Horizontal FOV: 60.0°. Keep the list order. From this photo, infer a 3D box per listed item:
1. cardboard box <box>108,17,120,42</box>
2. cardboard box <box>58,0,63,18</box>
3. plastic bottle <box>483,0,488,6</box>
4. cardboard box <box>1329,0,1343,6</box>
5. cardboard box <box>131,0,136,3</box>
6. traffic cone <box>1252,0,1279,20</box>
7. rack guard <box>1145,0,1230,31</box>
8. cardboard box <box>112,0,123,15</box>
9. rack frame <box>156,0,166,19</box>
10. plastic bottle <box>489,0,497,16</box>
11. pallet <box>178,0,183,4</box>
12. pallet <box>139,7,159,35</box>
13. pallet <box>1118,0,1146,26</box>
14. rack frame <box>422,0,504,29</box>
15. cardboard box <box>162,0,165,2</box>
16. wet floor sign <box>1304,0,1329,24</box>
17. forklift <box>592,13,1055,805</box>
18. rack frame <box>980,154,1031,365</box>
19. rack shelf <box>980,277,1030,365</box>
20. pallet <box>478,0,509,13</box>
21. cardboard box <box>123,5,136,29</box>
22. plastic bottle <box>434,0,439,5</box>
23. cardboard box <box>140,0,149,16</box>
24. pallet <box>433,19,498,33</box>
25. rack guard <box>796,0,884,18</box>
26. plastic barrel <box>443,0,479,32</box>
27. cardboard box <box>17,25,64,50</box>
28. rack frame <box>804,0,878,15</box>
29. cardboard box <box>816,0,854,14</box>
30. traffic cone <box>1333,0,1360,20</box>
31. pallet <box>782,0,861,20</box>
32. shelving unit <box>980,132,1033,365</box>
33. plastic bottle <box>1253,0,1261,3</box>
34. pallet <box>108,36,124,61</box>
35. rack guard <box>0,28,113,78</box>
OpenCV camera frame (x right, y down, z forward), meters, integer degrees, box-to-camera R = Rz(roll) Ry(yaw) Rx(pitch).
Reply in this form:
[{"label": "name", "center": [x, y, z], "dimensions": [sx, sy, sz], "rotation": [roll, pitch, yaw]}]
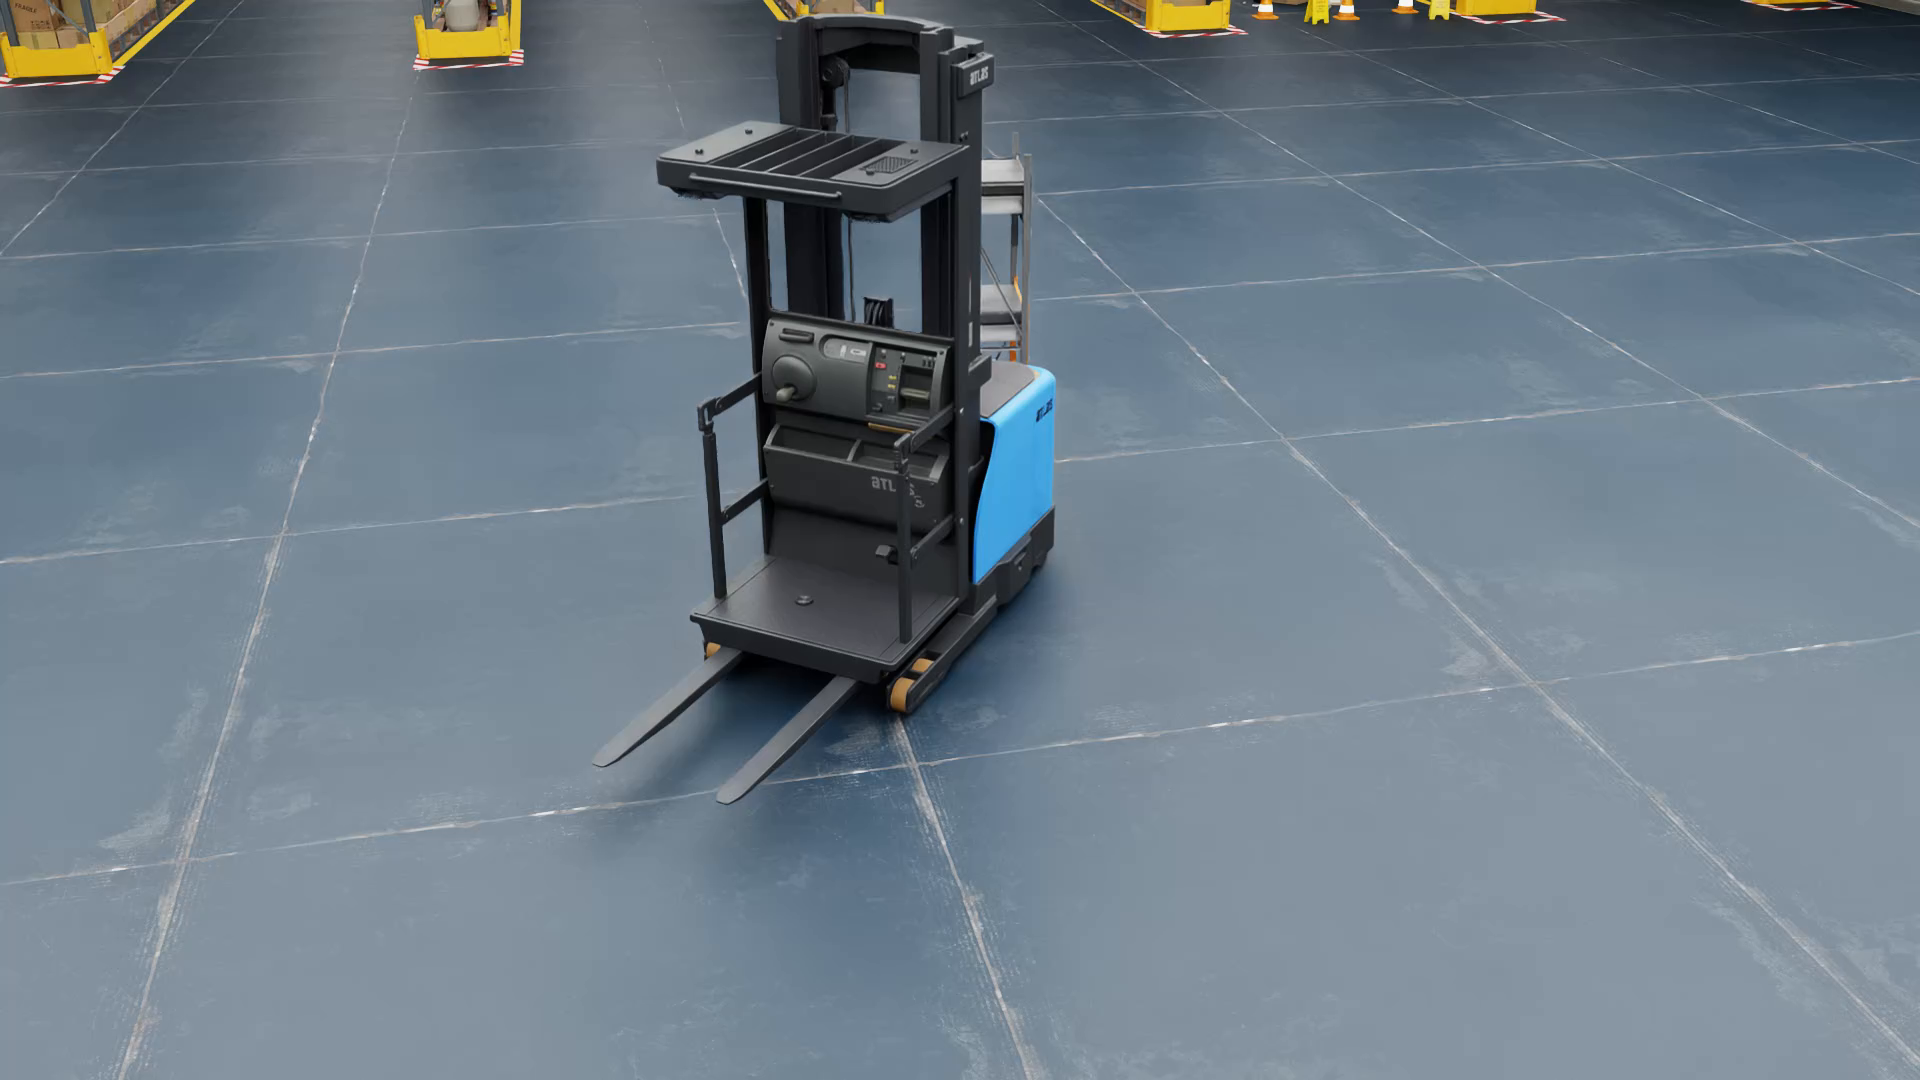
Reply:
[{"label": "cardboard box", "center": [-11.292, -6.639, 21.660], "dimensions": [0.500, 0.250, 0.500], "rotation": [-6, 27, -12]}, {"label": "cardboard box", "center": [-11.922, -7.140, 21.820], "dimensions": [0.500, 0.500, 0.500], "rotation": [-6, 27, -12]}, {"label": "plastic bottle", "center": [-6.875, -7.881, 24.061], "dimensions": [0.061, 0.283, 0.133], "rotation": [-6, 27, -12]}, {"label": "cardboard box", "center": [5.772, -8.310, 25.549], "dimensions": [0.380, 0.149, 0.250], "rotation": [8, 28, 15]}, {"label": "cardboard box", "center": [-11.638, -7.632, 22.795], "dimensions": [0.500, 0.500, 0.500], "rotation": [-6, 27, -12]}, {"label": "traffic cone", "center": [4.500, -7.911, 24.409], "dimensions": [0.336, 0.463, 0.334], "rotation": [-6, 27, -12]}, {"label": "rack guard", "center": [3.241, -7.539, 23.632], "dimensions": [1.175, 0.500, 0.348], "rotation": [-6, 27, -12]}, {"label": "cardboard box", "center": [-11.415, -7.192, 21.924], "dimensions": [0.500, 0.500, 0.500], "rotation": [-6, 27, -12]}, {"label": "rack frame", "center": [-12.173, -8.958, 23.669], "dimensions": [1.000, 3.000, 0.127], "rotation": [-6, 27, -12]}, {"label": "plastic bottle", "center": [-6.550, -7.510, 23.339], "dimensions": [0.097, 0.271, 0.097], "rotation": [0, 27, 0]}, {"label": "pallet", "center": [-12.656, -8.569, 25.994], "dimensions": [1.003, 0.211, 1.213], "rotation": [-6, 27, -12]}, {"label": "pallet", "center": [-12.035, -7.360, 23.597], "dimensions": [1.003, 0.211, 1.213], "rotation": [-6, 27, -12]}, {"label": "pallet", "center": [2.979, -7.764, 24.398], "dimensions": [1.003, 0.211, 1.213], "rotation": [-6, 27, -12]}, {"label": "rack frame", "center": [-6.445, -7.704, 21.184], "dimensions": [1.000, 3.000, 0.127], "rotation": [-6, 27, -12]}, {"label": "cardboard box", "center": [-12.023, -8.120, 24.595], "dimensions": [0.500, 0.250, 0.500], "rotation": [-7, 28, -13]}, {"label": "wet floor sign", "center": [5.171, -7.803, 23.994], "dimensions": [0.267, 0.644, 0.232], "rotation": [-11, 29, -20]}, {"label": "forklift", "center": [-0.580, -0.732, 7.446], "dimensions": [1.130, 2.935, 3.031], "rotation": [12, 29, 23]}, {"label": "rack frame", "center": [0.163, -1.023, 8.946], "dimensions": [0.400, 2.100, 0.015], "rotation": [-2, 27, -5]}, {"label": "rack shelf", "center": [0.140, -1.120, 9.169], "dimensions": [0.431, 0.518, 0.480], "rotation": [-2, 27, -5]}, {"label": "pallet", "center": [-7.236, -7.916, 24.698], "dimensions": [1.003, 0.211, 1.213], "rotation": [-6, 27, -12]}, {"label": "cardboard box", "center": [-11.512, -7.079, 22.531], "dimensions": [0.500, 0.250, 0.500], "rotation": [-6, 27, -12]}, {"label": "plastic bottle", "center": [-7.330, -7.498, 23.304], "dimensions": [0.061, 0.283, 0.133], "rotation": [-5, 27, -10]}, {"label": "cardboard box", "center": [-11.753, -7.516, 23.398], "dimensions": [0.500, 0.250, 0.500], "rotation": [-6, 27, -12]}, {"label": "pallet", "center": [-6.686, -6.844, 22.576], "dimensions": [1.003, 0.211, 1.213], "rotation": [-6, 27, -12]}, {"label": "rack guard", "center": [-1.636, -7.124, 22.809], "dimensions": [1.175, 0.500, 0.348], "rotation": [-6, 27, -12]}, {"label": "plastic barrel", "center": [-6.668, -7.062, 22.207], "dimensions": [0.421, 0.512, 0.421], "rotation": [0, 27, 0]}, {"label": "cardboard box", "center": [-11.680, -6.368, 21.122], "dimensions": [0.500, 0.250, 0.500], "rotation": [-6, 27, -12]}, {"label": "rack frame", "center": [-1.619, -8.206, 22.180], "dimensions": [1.000, 3.000, 0.127], "rotation": [-6, 27, -12]}, {"label": "cardboard box", "center": [-1.744, -7.554, 23.195], "dimensions": [0.500, 0.500, 0.500], "rotation": [-1, 27, -2]}, {"label": "traffic cone", "center": [5.677, -7.876, 24.341], "dimensions": [0.336, 0.463, 0.334], "rotation": [-6, 27, -12]}, {"label": "pallet", "center": [-2.057, -7.890, 24.647], "dimensions": [1.003, 0.211, 1.213], "rotation": [-6, 27, -12]}, {"label": "shelving unit", "center": [0.140, -1.132, 9.163], "dimensions": [0.431, 2.100, 0.503], "rotation": [-2, 27, -5]}, {"label": "plastic bottle", "center": [4.636, -8.348, 25.722], "dimensions": [0.133, 0.061, 0.283], "rotation": [-16, 31, -29]}, {"label": "pallet", "center": [-11.485, -6.289, 21.475], "dimensions": [1.003, 0.211, 1.213], "rotation": [-6, 27, -12]}, {"label": "rack guard", "center": [-11.266, -6.076, 20.733], "dimensions": [1.175, 0.500, 0.348], "rotation": [-6, 27, -12]}]
